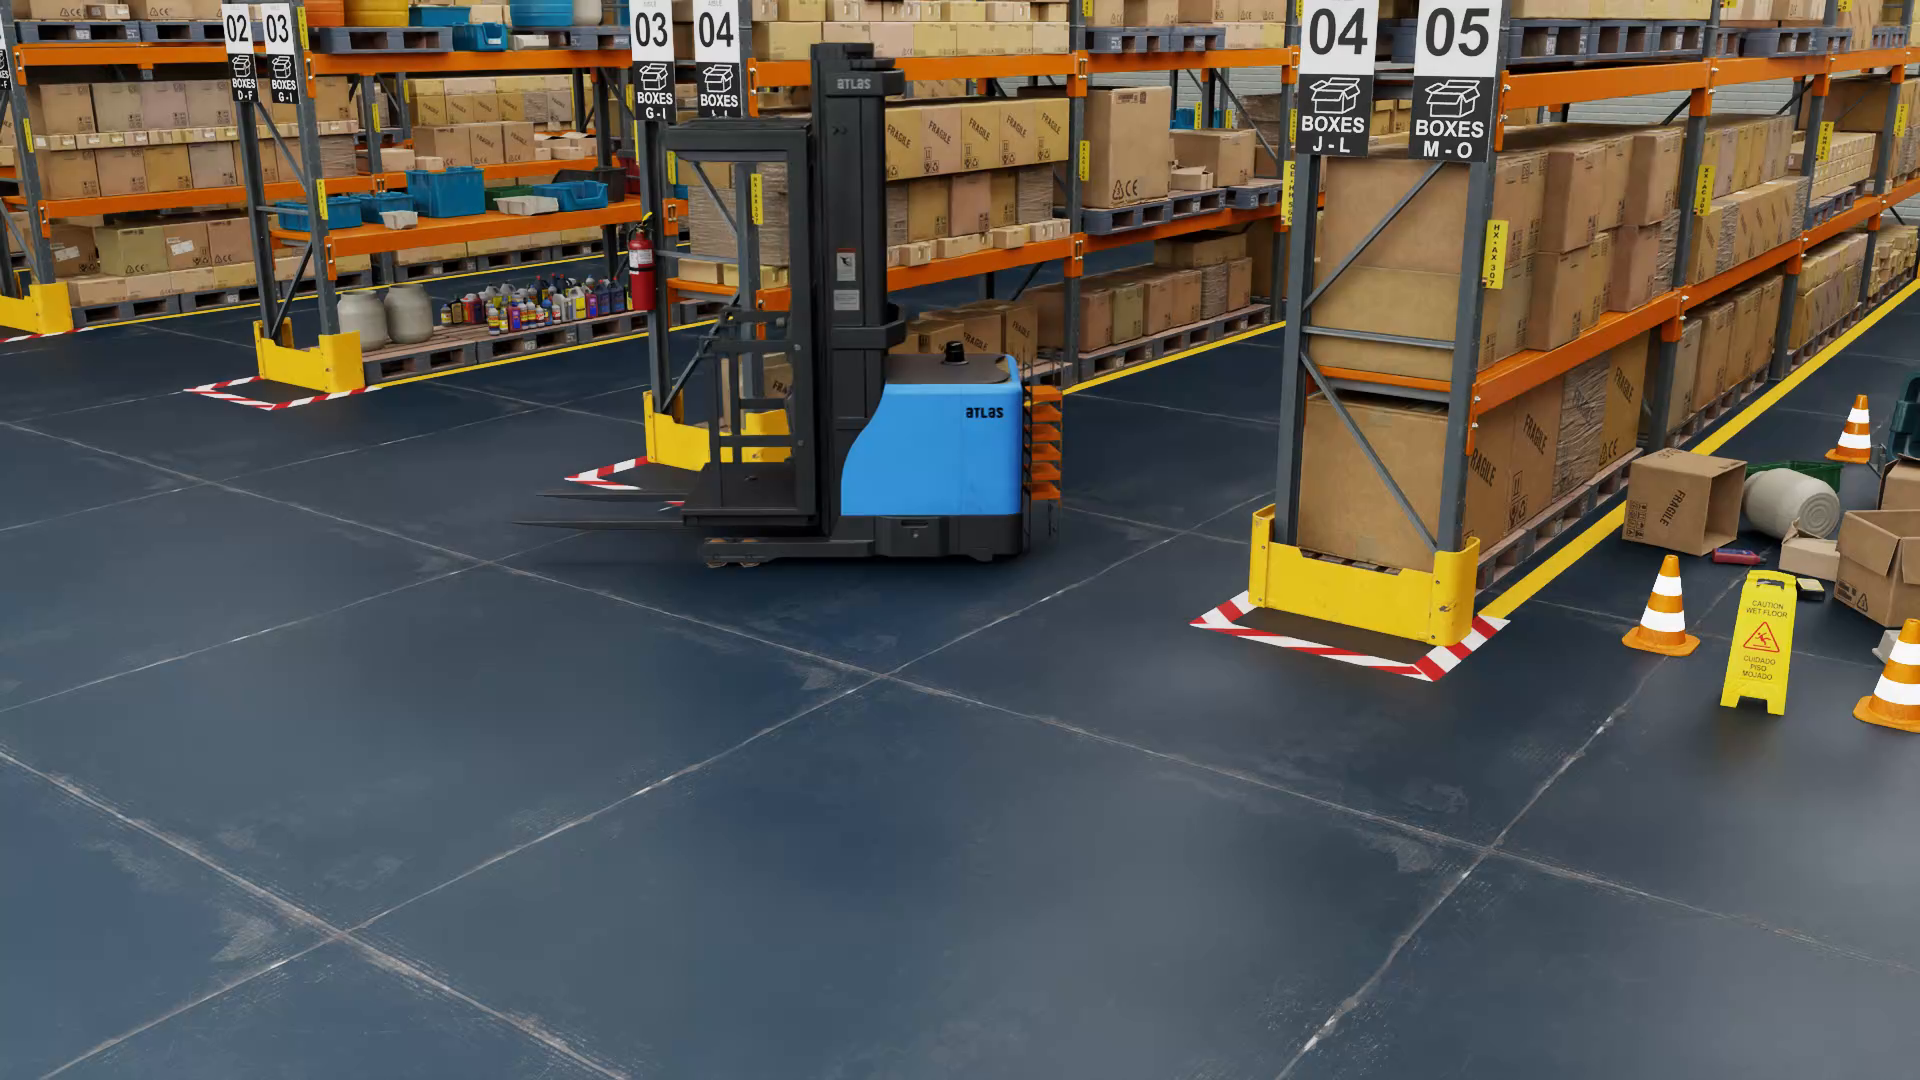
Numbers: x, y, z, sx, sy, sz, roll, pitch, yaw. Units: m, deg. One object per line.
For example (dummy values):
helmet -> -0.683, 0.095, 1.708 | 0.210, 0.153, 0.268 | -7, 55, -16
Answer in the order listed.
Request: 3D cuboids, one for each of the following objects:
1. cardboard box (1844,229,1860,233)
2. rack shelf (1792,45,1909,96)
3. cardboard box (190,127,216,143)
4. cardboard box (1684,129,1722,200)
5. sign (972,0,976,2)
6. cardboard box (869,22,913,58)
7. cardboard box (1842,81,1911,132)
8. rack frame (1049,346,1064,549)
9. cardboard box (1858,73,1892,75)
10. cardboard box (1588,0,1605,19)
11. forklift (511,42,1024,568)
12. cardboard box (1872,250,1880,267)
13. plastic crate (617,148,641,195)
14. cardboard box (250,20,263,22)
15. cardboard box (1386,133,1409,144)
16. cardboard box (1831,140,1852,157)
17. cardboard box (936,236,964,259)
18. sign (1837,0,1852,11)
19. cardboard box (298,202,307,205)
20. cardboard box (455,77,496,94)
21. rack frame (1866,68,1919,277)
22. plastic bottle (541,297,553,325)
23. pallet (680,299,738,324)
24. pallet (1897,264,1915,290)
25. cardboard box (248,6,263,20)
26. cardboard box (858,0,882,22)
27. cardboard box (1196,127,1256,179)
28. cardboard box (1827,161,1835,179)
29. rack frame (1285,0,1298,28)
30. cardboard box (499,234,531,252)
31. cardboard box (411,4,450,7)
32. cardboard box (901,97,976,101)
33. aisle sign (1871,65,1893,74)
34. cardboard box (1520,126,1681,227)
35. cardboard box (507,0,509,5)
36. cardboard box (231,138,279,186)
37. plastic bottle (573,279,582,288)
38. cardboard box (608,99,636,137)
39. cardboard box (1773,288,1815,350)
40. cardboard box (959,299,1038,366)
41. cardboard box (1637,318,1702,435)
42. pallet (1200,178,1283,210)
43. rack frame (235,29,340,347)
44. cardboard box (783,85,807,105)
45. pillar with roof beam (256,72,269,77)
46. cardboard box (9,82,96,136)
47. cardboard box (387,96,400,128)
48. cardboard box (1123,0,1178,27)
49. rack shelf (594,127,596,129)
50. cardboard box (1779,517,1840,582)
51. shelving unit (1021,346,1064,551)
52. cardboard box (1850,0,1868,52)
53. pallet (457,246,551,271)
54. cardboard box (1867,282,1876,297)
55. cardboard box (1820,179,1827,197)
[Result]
cardboard box -> 10.692, -3.701, 20.200 | 0.380, 0.149, 0.250 | 11, 20, 32
rack shelf -> 8.103, -4.501, 15.834 | 1.077, 0.370, 4.000 | 12, 21, 35
cardboard box -> -8.408, -4.461, 18.288 | 0.380, 0.149, 0.250 | 13, 21, 35
cardboard box -> 5.124, -2.750, 12.187 | 0.700, 0.500, 0.500 | 12, 21, 34
sign -> 0.236, -9.245, 28.407 | 0.100, 0.325, 0.005 | 12, 21, 35
cardboard box -> -0.683, -3.602, 11.979 | 0.500, 0.250, 0.500 | 12, 21, 34
cardboard box -> 9.760, -4.620, 17.707 | 0.500, 0.500, 0.500 | 13, 22, 36
rack frame -> 0.579, -0.554, 10.004 | 0.006, 1.200, 0.240 | -3, 18, -11
cardboard box -> 11.198, -5.448, 20.374 | 0.500, 0.500, 0.500 | 12, 21, 34
cardboard box -> 3.208, -2.856, 8.873 | 0.380, 0.149, 0.250 | 13, 21, 35
forklift -> -1.147, -1.396, 9.798 | 3.031, 2.935, 1.130 | 0, 17, -1
cardboard box -> 9.879, -3.112, 18.302 | 0.380, 0.149, 0.250 | 14, 22, 37
plastic crate -> -3.330, -3.958, 17.825 | 0.402, 0.464, 0.583 | 12, 21, 35
cardboard box -> -10.204, -7.600, 23.724 | 0.500, 0.500, 0.500 | 12, 21, 33
cardboard box -> 5.012, -4.560, 19.702 | 0.500, 0.500, 0.500 | 13, 22, 36
cardboard box -> 8.436, -3.812, 16.175 | 0.380, 0.149, 0.250 | 11, 21, 32
cardboard box -> -0.192, -2.305, 13.033 | 0.380, 0.149, 0.250 | 12, 21, 35
sign -> 7.353, -4.553, 13.783 | 0.100, 0.325, 0.005 | 12, 21, 35
cardboard box -> -7.876, -3.825, 20.167 | 0.500, 0.500, 0.500 | 12, 21, 35
cardboard box -> -7.854, -7.330, 26.821 | 0.500, 0.250, 0.500 | 13, 21, 35
rack frame -> 11.678, -4.841, 20.774 | 1.000, 3.000, 0.127 | 12, 21, 35
plastic bottle -> -4.041, -2.243, 16.269 | 0.097, 0.271, 0.097 | 0, 17, 0
pallet -> -2.936, -2.621, 18.327 | 1.003, 0.211, 1.213 | 12, 21, 35
pallet -> 11.121, -3.304, 20.527 | 1.003, 0.211, 1.213 | 12, 21, 35
cardboard box -> -7.847, -5.879, 18.539 | 0.380, 0.149, 0.250 | 12, 21, 35
cardboard box -> -0.777, -3.743, 11.760 | 0.380, 0.149, 0.250 | 12, 21, 35
cardboard box -> 2.699, -3.949, 17.024 | 0.500, 0.500, 0.500 | 10, 20, 28
cardboard box -> 7.977, -3.486, 15.626 | 0.380, 0.149, 0.250 | 12, 21, 35
rack frame -> 2.989, -6.701, 16.649 | 1.000, 3.000, 0.127 | 12, 21, 35
cardboard box -> -5.993, -3.941, 21.804 | 0.500, 0.250, 0.500 | 13, 21, 36
cardboard box -> -6.648, -6.472, 20.515 | 0.500, 0.250, 0.500 | 10, 20, 29
cardboard box -> -0.164, -3.369, 13.678 | 0.500, 0.500, 0.500 | 12, 21, 35
aisle sign -> 11.481, -6.153, 20.615 | 0.394, 0.787, 0.004 | 12, 21, 35
cardboard box -> 4.047, -2.337, 10.637 | 0.875, 0.550, 0.550 | 12, 21, 35
cardboard box -> -7.454, -8.771, 27.461 | 0.700, 0.500, 0.500 | 12, 21, 34
cardboard box -> -8.219, -4.330, 18.961 | 0.700, 0.500, 0.500 | 13, 21, 35
plastic bottle -> -3.999, -2.572, 17.308 | 0.061, 0.283, 0.133 | 12, 21, 35
cardboard box -> -4.680, -6.006, 23.648 | 0.700, 0.500, 0.500 | 5, 18, 16
cardboard box -> 7.538, -2.066, 15.344 | 0.500, 0.500, 0.500 | 11, 21, 32
cardboard box -> 0.335, -1.802, 14.495 | 0.500, 0.500, 0.500 | 12, 21, 33
cardboard box -> 4.826, -1.273, 12.369 | 1.050, 0.750, 0.750 | 12, 21, 34
pallet -> 2.650, -3.556, 16.960 | 1.213, 0.211, 1.003 | 12, 21, 35
rack frame -> -5.756, -2.806, 14.221 | 1.000, 3.000, 0.127 | 12, 21, 35
cardboard box -> -2.488, -7.231, 26.618 | 0.500, 0.500, 0.500 | 13, 21, 35
pillar with roof beam -> -6.957, -8.409, 22.150 | 9.100, 9.000, 0.400 | 12, 21, 35
cardboard box -> -9.412, -4.471, 17.226 | 0.700, 0.500, 0.500 | 13, 21, 35
cardboard box -> -8.876, -6.820, 26.445 | 0.500, 0.500, 0.500 | 13, 21, 35
cardboard box -> 1.526, -4.885, 14.975 | 0.797, 0.503, 0.637 | 13, 22, 37
rack shelf -> -5.370, -7.547, 30.703 | 1.077, 0.370, 4.000 | 12, 21, 35
cardboard box -> 4.983, 0.058, 9.610 | 0.258, 0.266, 0.396 | -16, 23, -41
shelving unit -> 0.489, -0.549, 9.987 | 0.189, 1.200, 0.258 | -3, 18, -11
cardboard box -> 7.758, -4.625, 14.853 | 0.500, 0.500, 0.500 | 12, 21, 35
pallet -> -6.214, -3.777, 22.051 | 1.003, 0.211, 1.213 | 12, 21, 35
cardboard box -> 9.770, -2.757, 18.163 | 0.380, 0.149, 0.250 | 11, 21, 32
cardboard box -> 7.820, -3.280, 15.463 | 0.380, 0.149, 0.250 | 14, 22, 37
